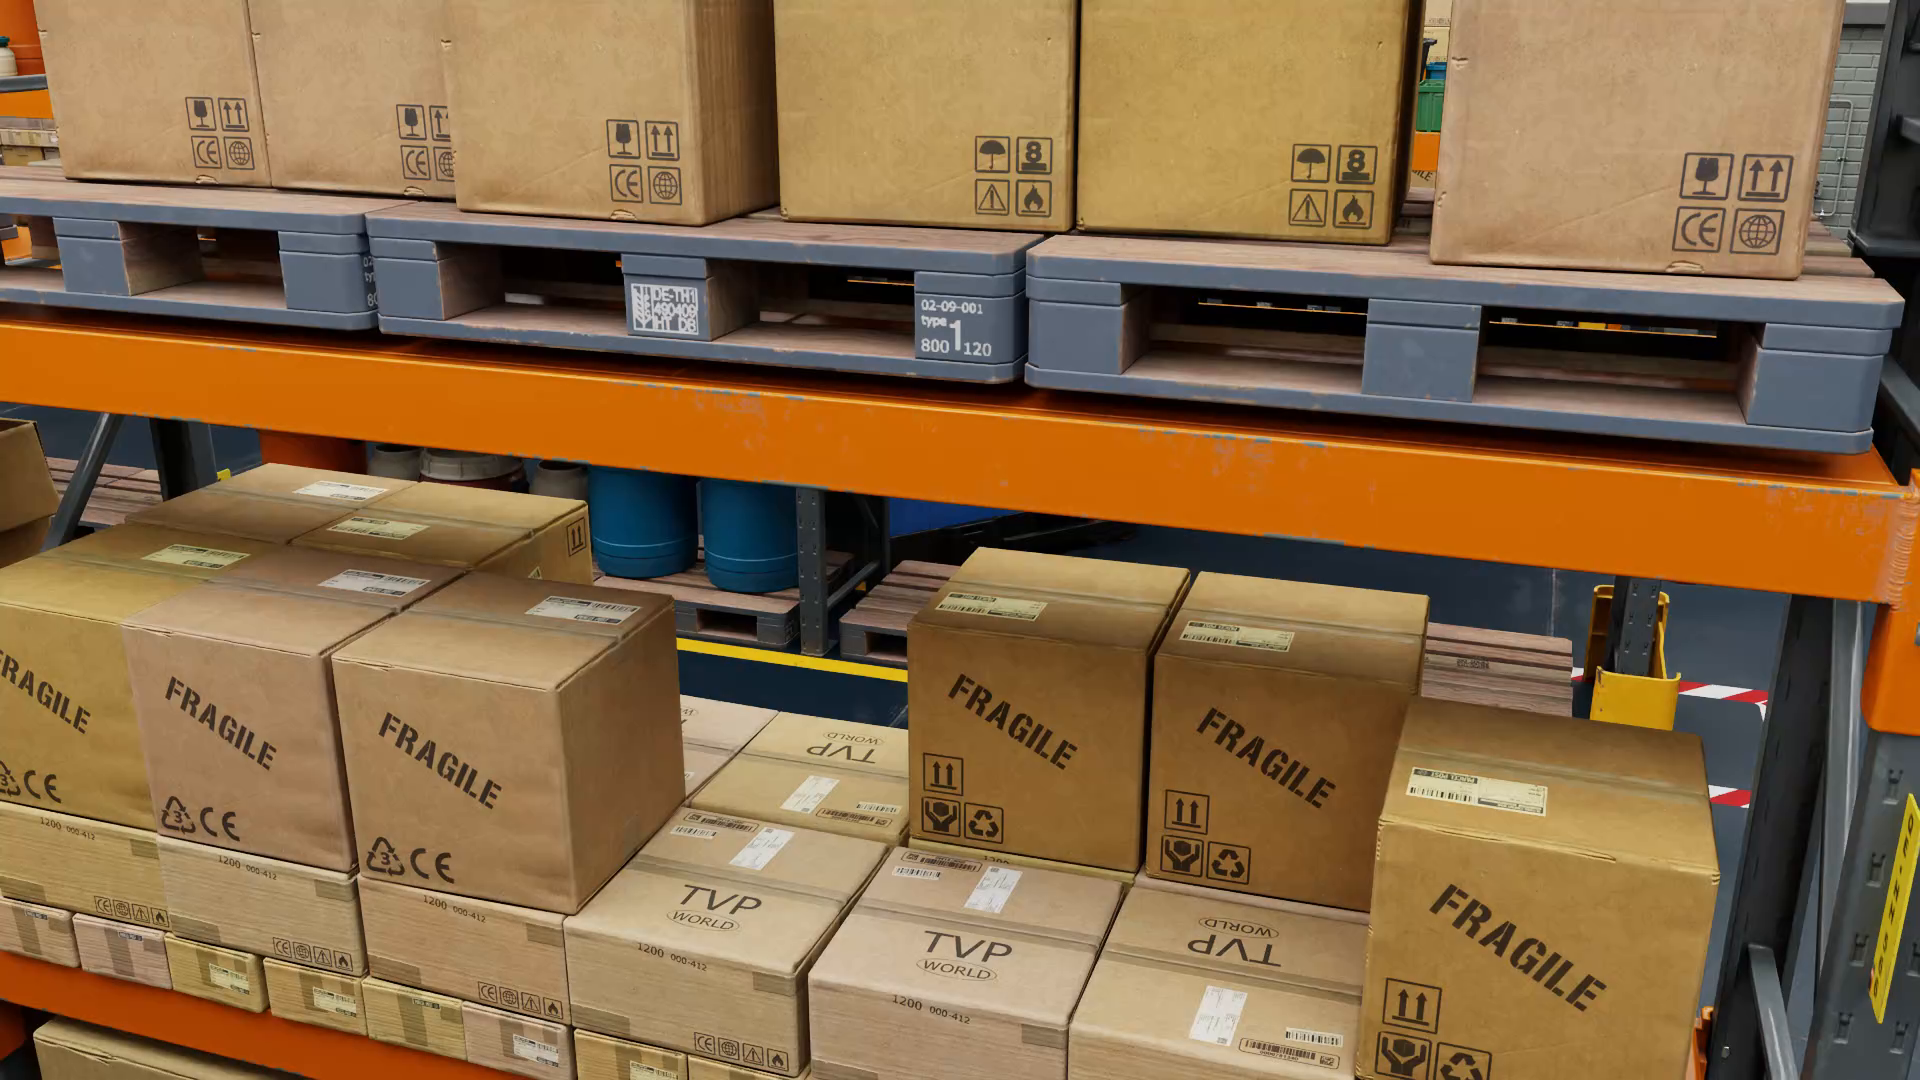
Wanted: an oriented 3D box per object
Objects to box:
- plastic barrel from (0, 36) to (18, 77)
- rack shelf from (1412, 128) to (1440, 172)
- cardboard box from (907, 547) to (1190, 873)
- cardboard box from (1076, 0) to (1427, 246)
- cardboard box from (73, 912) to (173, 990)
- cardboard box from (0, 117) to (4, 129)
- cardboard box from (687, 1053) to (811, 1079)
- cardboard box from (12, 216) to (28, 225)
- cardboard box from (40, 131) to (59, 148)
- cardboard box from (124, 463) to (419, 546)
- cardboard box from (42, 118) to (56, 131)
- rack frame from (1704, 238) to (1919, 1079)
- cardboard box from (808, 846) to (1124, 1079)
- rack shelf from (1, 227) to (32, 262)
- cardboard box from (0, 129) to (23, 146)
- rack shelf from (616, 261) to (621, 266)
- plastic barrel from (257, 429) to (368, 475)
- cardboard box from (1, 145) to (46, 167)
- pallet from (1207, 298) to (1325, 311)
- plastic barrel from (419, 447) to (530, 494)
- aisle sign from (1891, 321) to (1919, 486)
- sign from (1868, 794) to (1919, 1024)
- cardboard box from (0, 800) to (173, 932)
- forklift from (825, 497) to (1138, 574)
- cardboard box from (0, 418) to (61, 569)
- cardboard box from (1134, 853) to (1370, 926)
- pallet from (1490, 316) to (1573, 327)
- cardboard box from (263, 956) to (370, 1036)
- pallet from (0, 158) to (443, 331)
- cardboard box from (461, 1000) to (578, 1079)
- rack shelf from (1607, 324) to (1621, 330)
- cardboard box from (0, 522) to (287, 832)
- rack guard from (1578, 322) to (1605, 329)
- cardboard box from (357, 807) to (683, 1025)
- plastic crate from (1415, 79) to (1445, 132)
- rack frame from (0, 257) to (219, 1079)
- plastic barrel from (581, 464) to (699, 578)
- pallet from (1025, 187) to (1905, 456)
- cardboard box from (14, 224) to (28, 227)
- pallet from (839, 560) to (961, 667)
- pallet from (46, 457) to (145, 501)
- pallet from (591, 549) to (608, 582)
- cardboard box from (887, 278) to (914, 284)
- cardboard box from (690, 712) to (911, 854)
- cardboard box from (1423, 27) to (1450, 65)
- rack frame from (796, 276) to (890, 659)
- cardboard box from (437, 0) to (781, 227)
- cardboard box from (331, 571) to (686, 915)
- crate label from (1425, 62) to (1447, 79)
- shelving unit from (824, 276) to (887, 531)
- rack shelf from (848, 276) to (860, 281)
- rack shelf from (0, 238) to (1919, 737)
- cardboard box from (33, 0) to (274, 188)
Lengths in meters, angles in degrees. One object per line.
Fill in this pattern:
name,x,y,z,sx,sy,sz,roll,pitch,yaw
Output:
plastic barrel,-5.678,-2.800,9.705,0.301,0.262,0.301,0,19,0
rack shelf,1.267,-1.813,7.755,4.000,0.370,1.077,7,20,18
cardboard box,0.203,0.352,3.645,0.500,0.500,0.500,6,20,17
cardboard box,0.530,-0.827,2.892,0.500,0.500,0.700,6,20,16
cardboard box,-1.829,0.870,3.904,0.250,0.149,0.380,6,20,16
cardboard box,-9.343,-4.333,16.326,0.500,0.500,0.700,6,20,17
cardboard box,-0.357,1.037,3.425,0.250,0.149,0.380,7,20,19
cardboard box,-9.724,-3.077,17.245,0.500,0.500,0.500,7,20,18
cardboard box,-8.577,-3.866,15.972,0.250,0.149,0.380,7,20,19
cardboard box,-1.725,0.131,4.281,0.500,0.500,0.500,7,20,20
cardboard box,-8.393,-4.224,16.015,0.500,0.500,0.700,7,20,18
rack frame,1.531,1.020,3.093,0.127,3.000,1.000,7,20,18
cardboard box,0.026,0.871,3.297,0.500,0.250,0.500,6,20,16
rack shelf,-4.137,-0.705,4.577,4.000,0.370,1.077,7,20,18
cardboard box,-9.053,-3.921,16.131,0.250,0.149,0.380,6,20,16
rack shelf,-0.882,-2.368,13.906,4.000,0.370,1.077,7,20,18
plastic barrel,-3.933,-0.510,10.142,0.708,0.830,0.600,7,20,18
cardboard box,-8.927,-3.670,16.396,0.500,0.500,0.700,7,20,18
pallet,3.322,-2.609,17.741,1.213,0.211,1.003,7,20,18
plastic barrel,-2.866,-0.274,9.831,0.708,0.588,0.600,7,20,18
aisle sign,1.698,-0.293,2.910,0.004,0.787,0.394,7,20,18
sign,1.340,0.529,2.384,0.005,0.325,0.100,7,20,18
cardboard box,-1.889,0.650,3.929,0.500,0.250,0.500,6,20,17
forklift,0.539,-1.491,10.400,3.031,2.935,1.130,-11,22,-29
cardboard box,-2.853,0.001,4.342,0.637,0.503,0.797,6,20,17
cardboard box,0.673,0.760,3.613,0.500,0.250,0.500,6,20,17
pallet,5.627,-2.346,16.985,1.213,0.211,1.003,7,20,18
cardboard box,-1.331,0.926,3.743,0.250,0.149,0.380,6,20,17
pallet,-1.478,-0.695,3.591,1.213,0.211,1.003,7,20,18
cardboard box,-0.853,0.982,3.584,0.250,0.149,0.380,7,20,19
rack shelf,2.896,-1.936,12.666,4.000,0.370,1.077,7,20,18
cardboard box,-1.879,0.295,3.808,0.500,0.500,0.500,7,20,18
rack guard,6.430,-2.417,16.752,0.348,0.500,1.175,7,20,18
cardboard box,-0.930,0.760,3.615,0.500,0.250,0.500,7,20,19
plastic crate,2.131,-1.854,7.103,0.336,0.188,0.450,7,20,18
rack frame,-2.247,0.588,4.333,0.127,3.000,1.000,7,20,18
plastic barrel,-1.799,-0.300,9.430,0.708,0.901,0.600,7,20,18
pallet,0.827,-0.431,2.834,1.213,0.211,1.003,7,20,18
cardboard box,-9.422,-2.862,16.628,0.500,0.500,0.500,7,20,18
pallet,0.085,0.432,9.016,1.213,0.211,1.003,7,20,18
pallet,-6.268,-0.296,11.103,1.213,0.211,1.003,7,20,18
pallet,-2.493,0.137,9.862,1.213,0.211,1.003,7,20,18
cardboard box,-0.314,-2.109,14.060,0.500,0.250,0.500,7,20,18
cardboard box,-0.295,0.650,3.929,0.500,0.250,0.500,6,20,17
cardboard box,3.268,-3.486,11.691,0.500,0.250,0.500,7,20,18
rack frame,-0.622,-0.952,8.750,0.127,3.000,1.000,7,20,18
cardboard box,-0.535,-0.895,3.089,0.500,0.500,0.700,7,21,20
cardboard box,-0.923,0.406,3.492,0.500,0.500,0.500,6,20,16
crate label,2.391,-2.066,7.616,0.502,0.251,0.408,7,20,18
shelving unit,-0.704,-0.805,9.625,0.503,2.100,0.431,4,20,11
rack shelf,-0.703,-1.453,9.399,0.480,0.518,0.431,4,20,11
rack shelf,-0.358,-0.273,3.337,4.000,0.370,1.077,7,20,18
cardboard box,-1.488,-1.055,3.548,0.500,0.500,0.700,5,20,15
